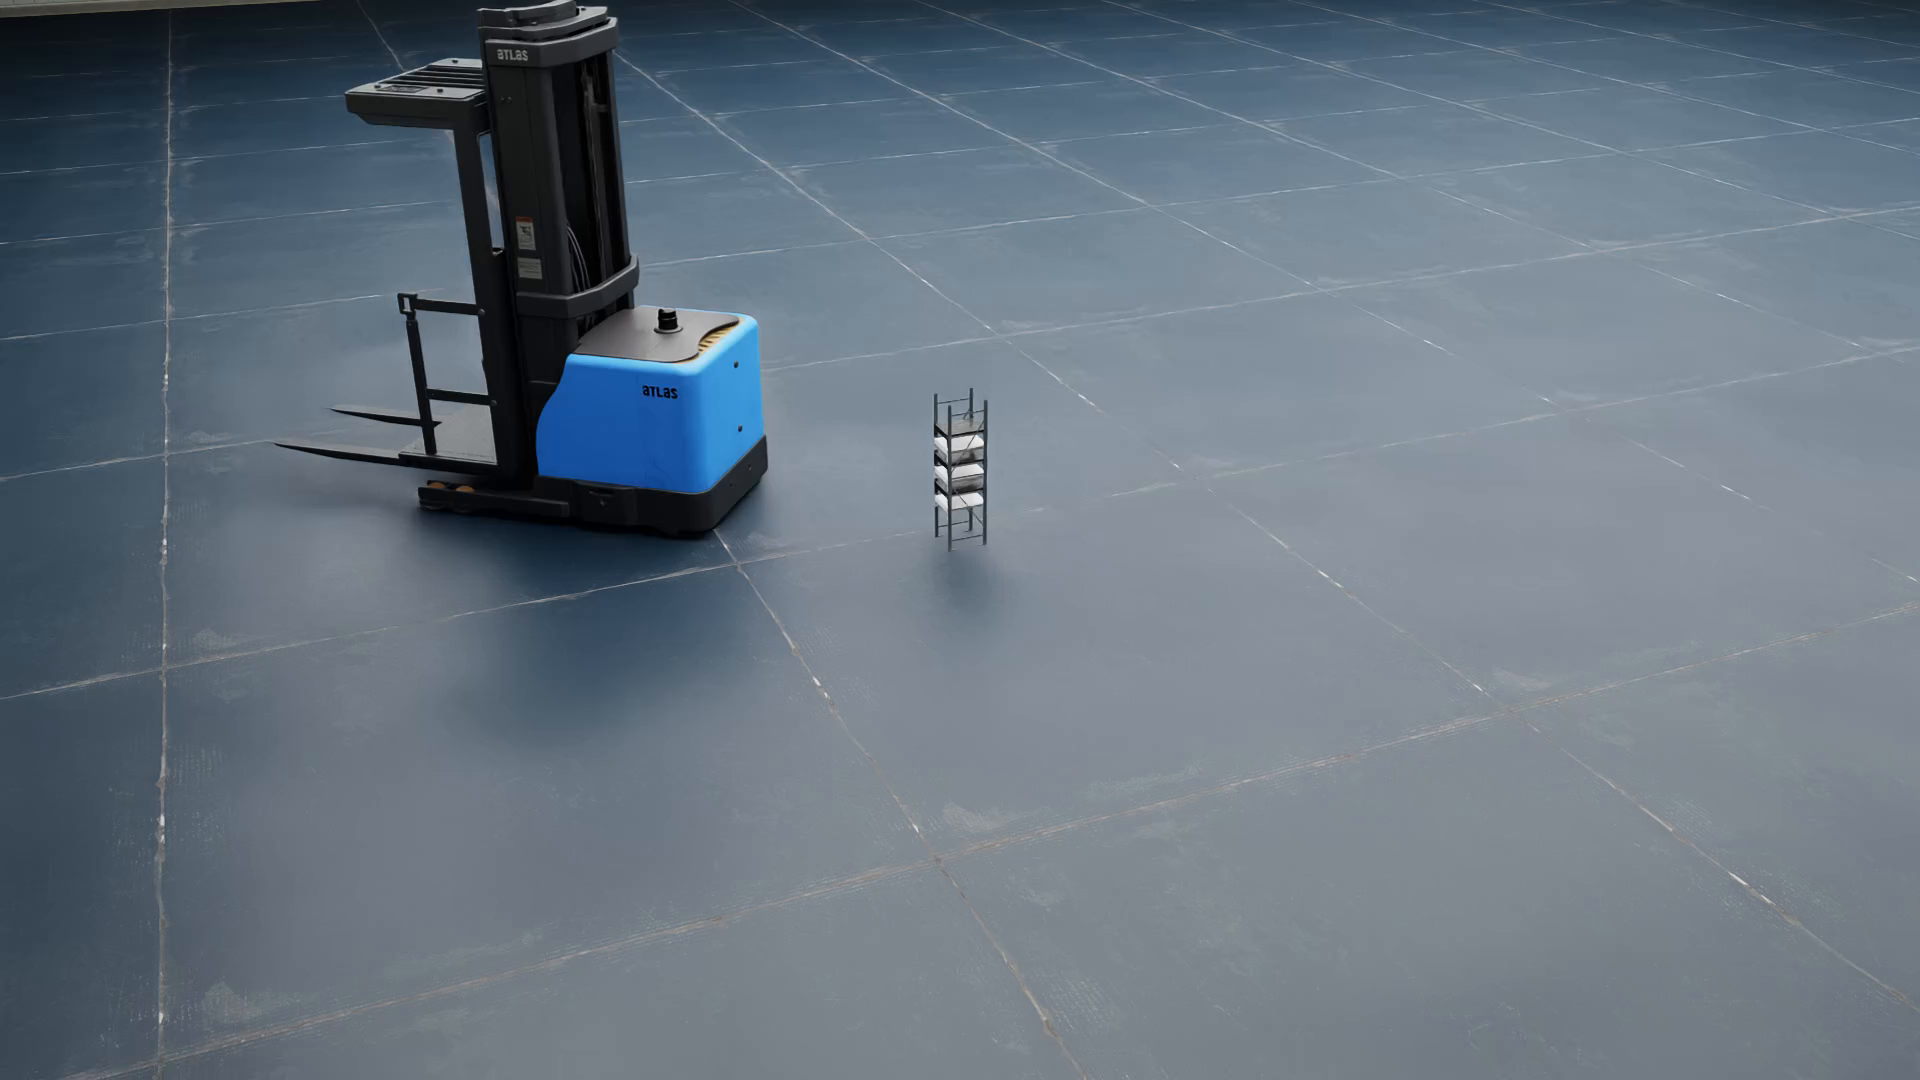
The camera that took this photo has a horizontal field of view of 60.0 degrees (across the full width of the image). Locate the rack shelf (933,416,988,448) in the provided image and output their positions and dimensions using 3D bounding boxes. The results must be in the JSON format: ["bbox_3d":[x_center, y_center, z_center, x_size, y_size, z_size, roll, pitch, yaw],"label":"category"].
[{"bbox_3d":[0.003,-0.614,9.442,0.258,0.077,0.200,-11,28,-21],"label":"rack shelf"}]

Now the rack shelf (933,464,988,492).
[{"bbox_3d":[0.003,-0.371,9.560,0.258,0.077,0.200,-11,28,-21],"label":"rack shelf"}]

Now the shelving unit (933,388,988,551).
[{"bbox_3d":[0.003,-0.401,9.546,0.258,0.900,0.210,-11,28,-21],"label":"shelving unit"}]

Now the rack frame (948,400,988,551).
[{"bbox_3d":[0.043,-0.360,9.462,0.240,0.900,0.006,-11,28,-21],"label":"rack frame"}]

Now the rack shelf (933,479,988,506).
[{"bbox_3d":[0.003,-0.290,9.600,0.258,0.077,0.200,-11,28,-21],"label":"rack shelf"}]

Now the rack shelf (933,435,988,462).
[{"bbox_3d":[0.003,-0.533,9.481,0.258,0.077,0.200,-11,28,-21],"label":"rack shelf"}]

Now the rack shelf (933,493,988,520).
[{"bbox_3d":[0.003,-0.209,9.639,0.258,0.077,0.200,-11,28,-21],"label":"rack shelf"}]

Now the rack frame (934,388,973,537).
[{"bbox_3d":[-0.037,-0.442,9.630,0.240,0.900,0.006,-11,28,-21],"label":"rack frame"}]

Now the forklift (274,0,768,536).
[{"bbox_3d":[-2.787,-1.690,9.871,3.031,2.935,1.130,7,27,14],"label":"forklift"}]

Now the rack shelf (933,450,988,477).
[{"bbox_3d":[0.003,-0.452,9.521,0.258,0.077,0.200,-11,28,-21],"label":"rack shelf"}]
